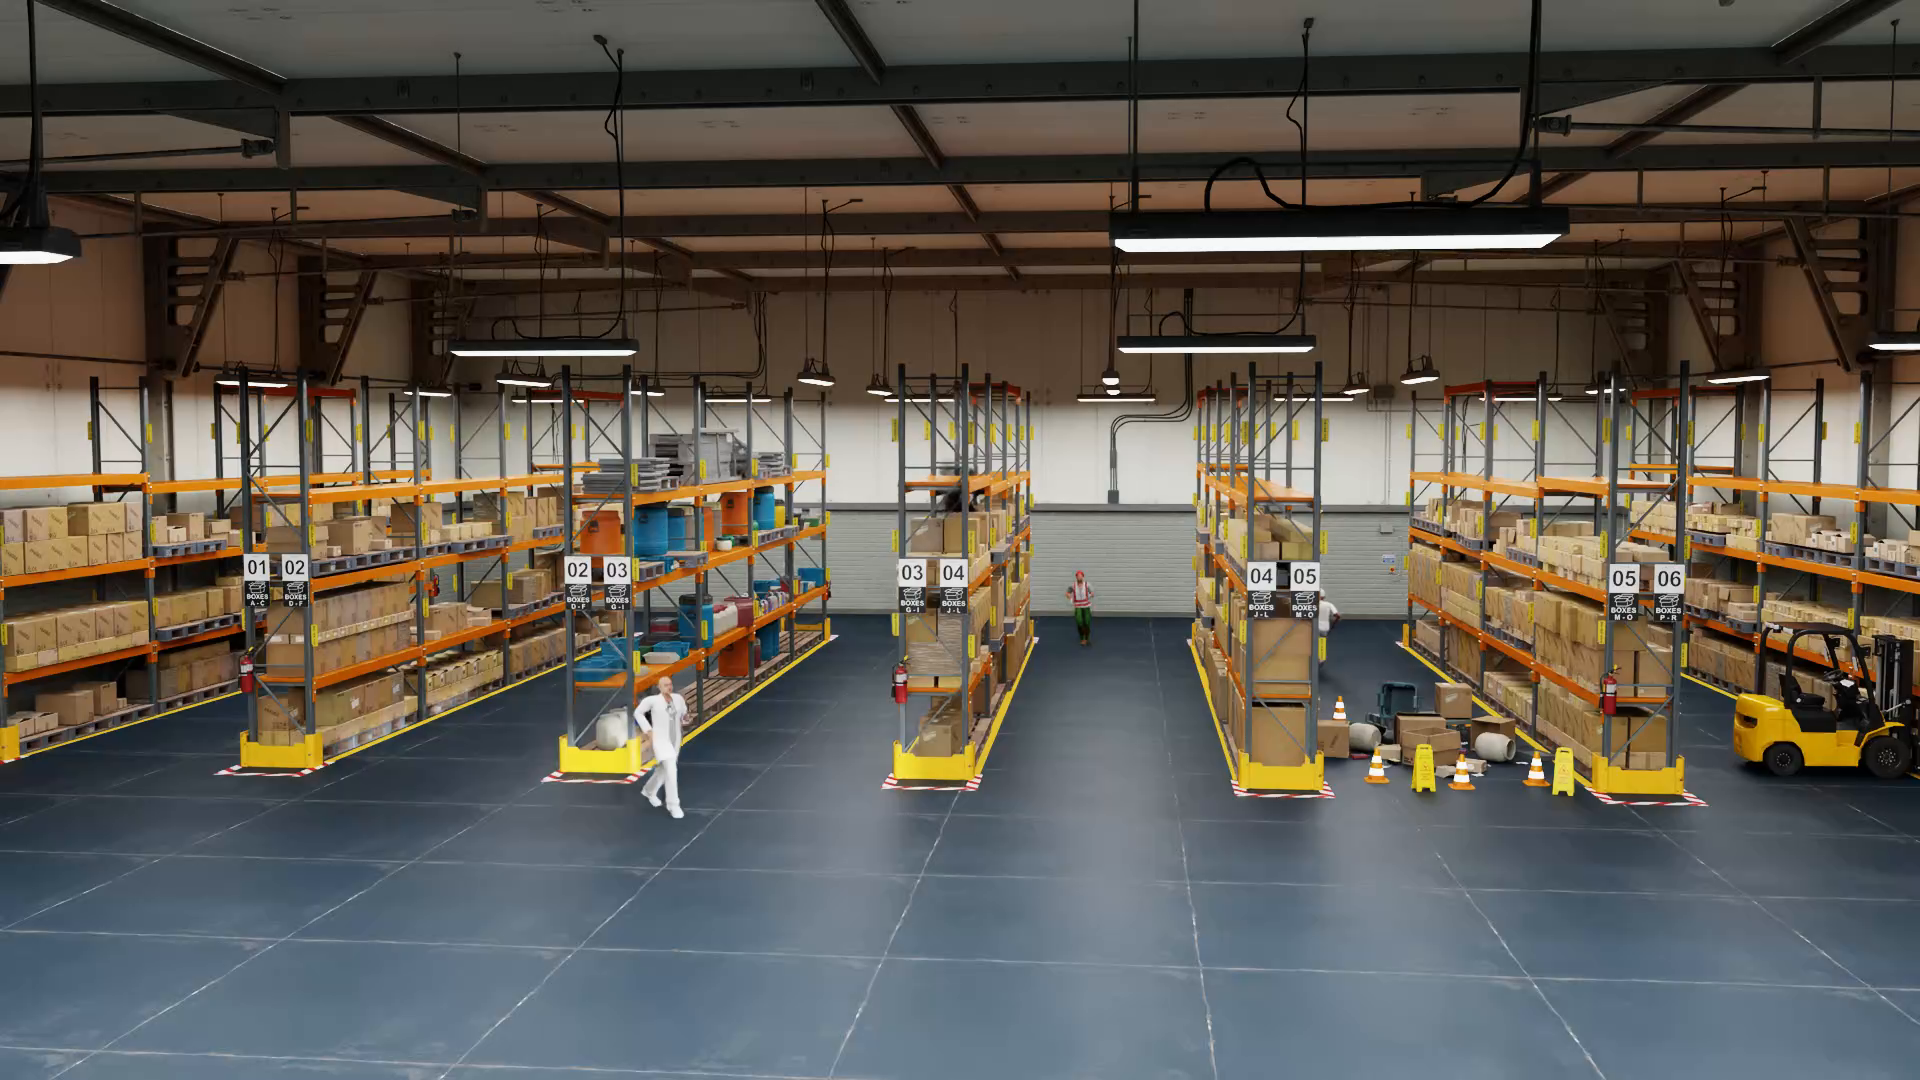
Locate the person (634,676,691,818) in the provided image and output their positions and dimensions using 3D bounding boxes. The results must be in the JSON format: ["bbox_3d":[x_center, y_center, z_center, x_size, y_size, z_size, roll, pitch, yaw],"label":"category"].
[{"bbox_3d":[-3.890,2.705,21.984,0.929,1.834,0.674,3,5,41],"label":"person"}]

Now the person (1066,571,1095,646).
[{"bbox_3d":[2.849,1.610,39.194,0.653,1.784,0.700,0,4,-2],"label":"person"}]

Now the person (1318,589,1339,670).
[{"bbox_3d":[7.513,1.884,34.761,0.711,1.747,0.958,0,4,-5],"label":"person"}]
